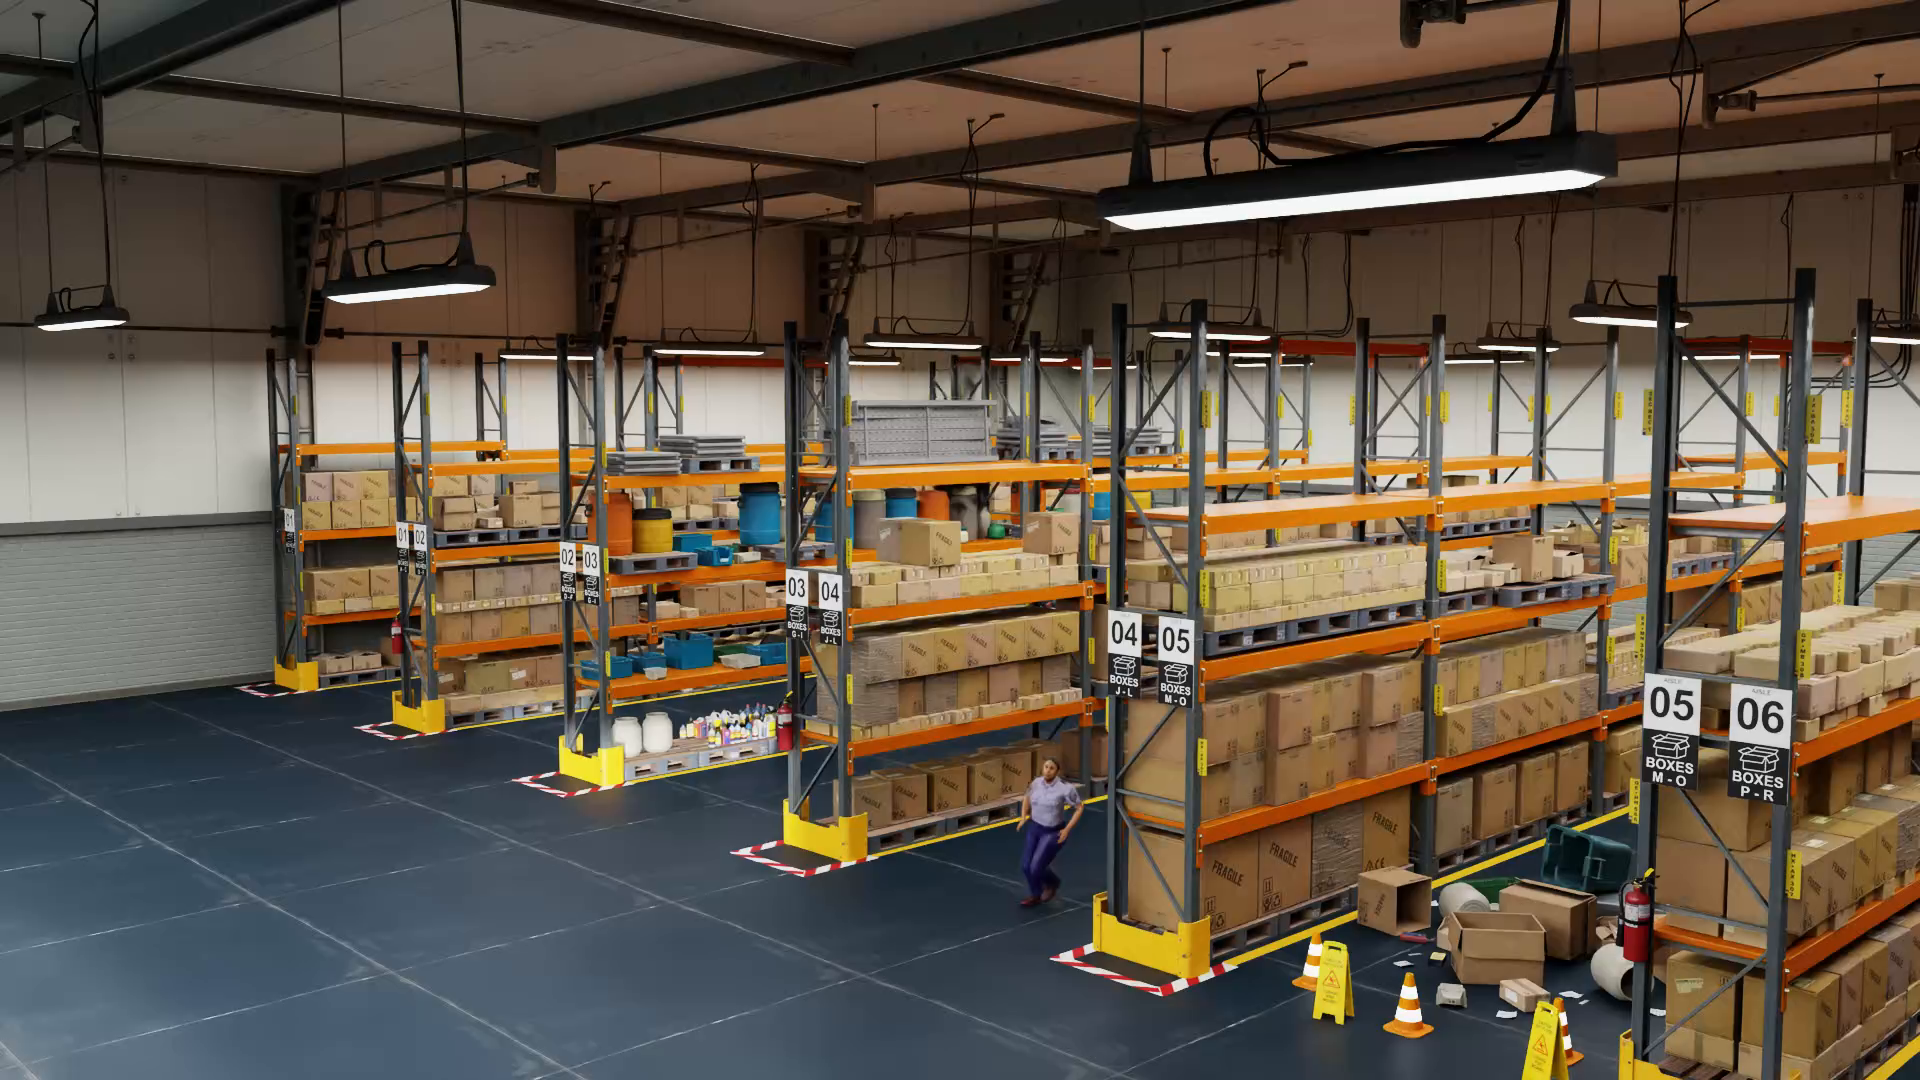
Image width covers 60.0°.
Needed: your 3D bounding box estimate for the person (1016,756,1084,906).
[{"bbox_3d":[0.858,2.940,16.646,0.665,1.579,0.502,4,7,41],"label":"person"}]
